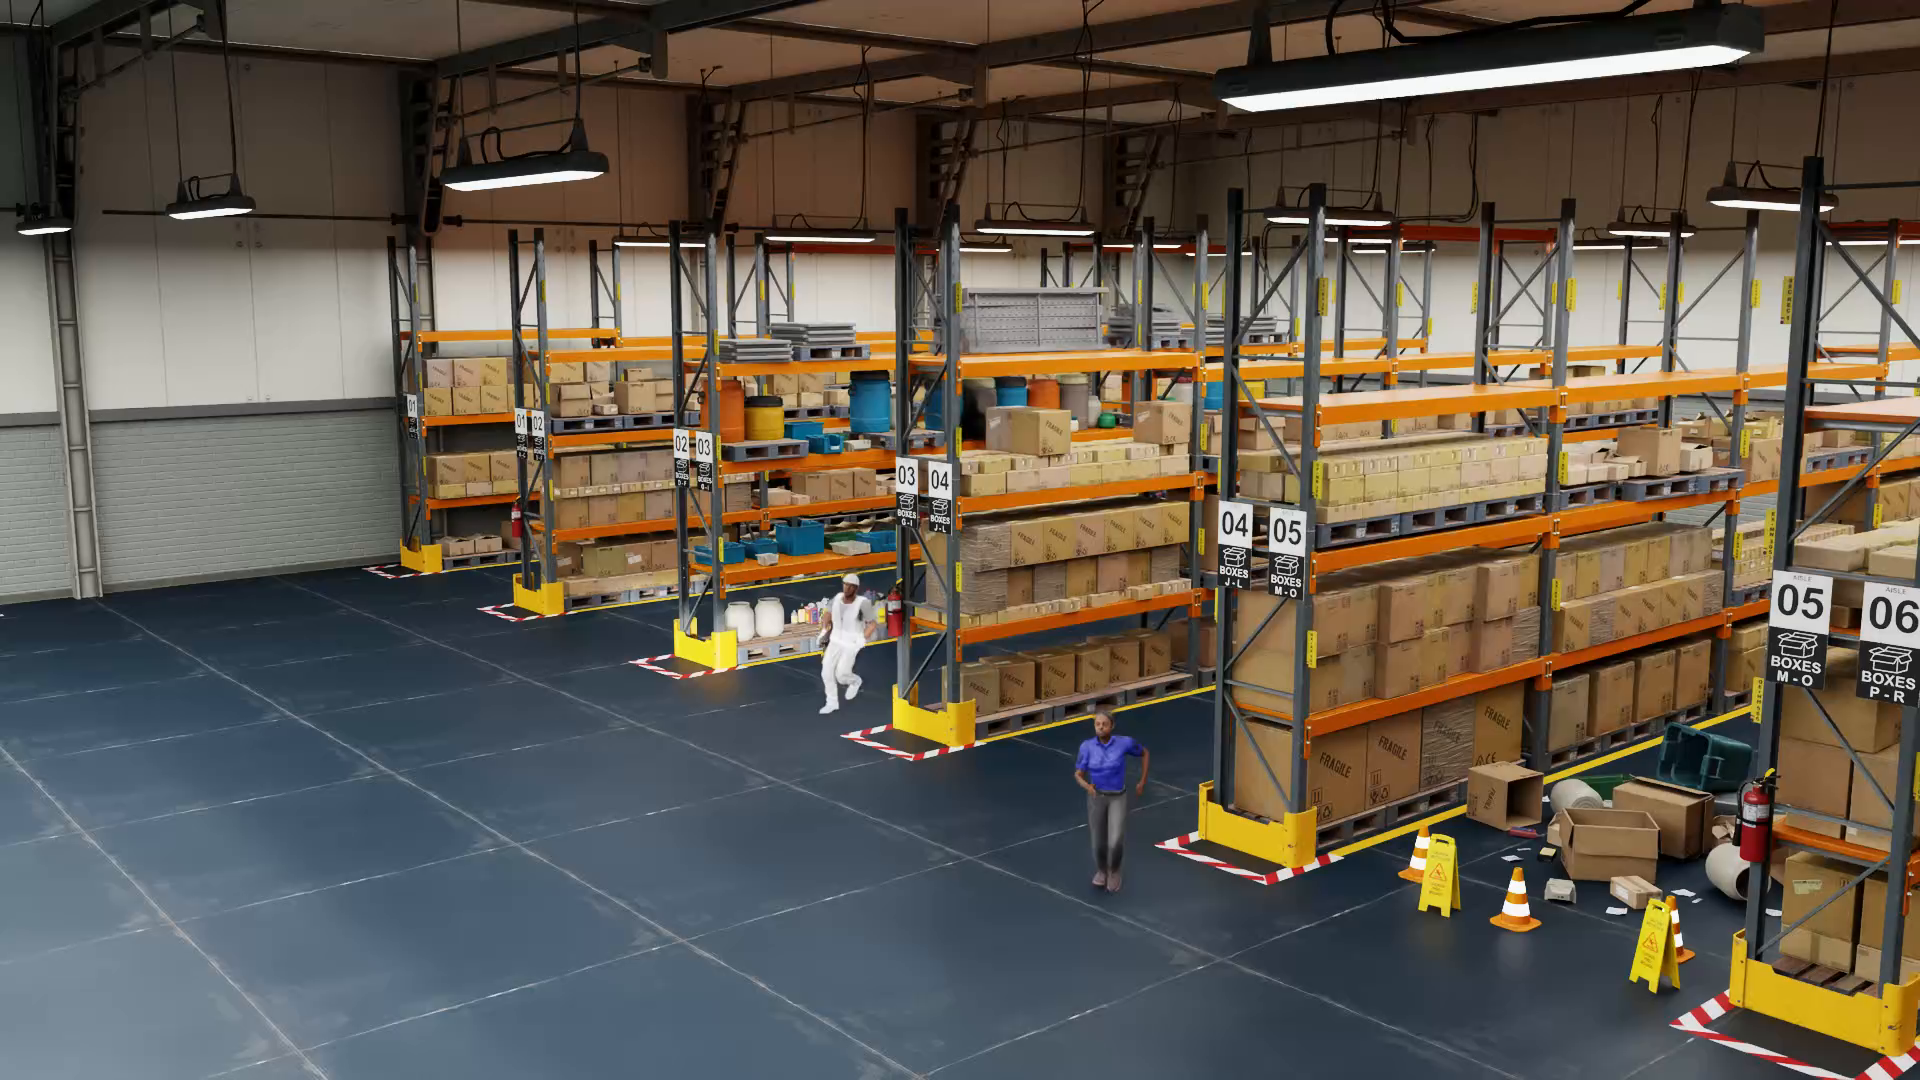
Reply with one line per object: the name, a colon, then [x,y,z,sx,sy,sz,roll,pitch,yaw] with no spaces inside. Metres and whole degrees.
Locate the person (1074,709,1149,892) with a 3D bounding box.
person: [1.266,2.219,14.024,0.589,1.595,0.802,2,9,14]

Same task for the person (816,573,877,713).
person: [-1.349,1.242,20.162,0.727,1.724,0.596,5,10,29]
